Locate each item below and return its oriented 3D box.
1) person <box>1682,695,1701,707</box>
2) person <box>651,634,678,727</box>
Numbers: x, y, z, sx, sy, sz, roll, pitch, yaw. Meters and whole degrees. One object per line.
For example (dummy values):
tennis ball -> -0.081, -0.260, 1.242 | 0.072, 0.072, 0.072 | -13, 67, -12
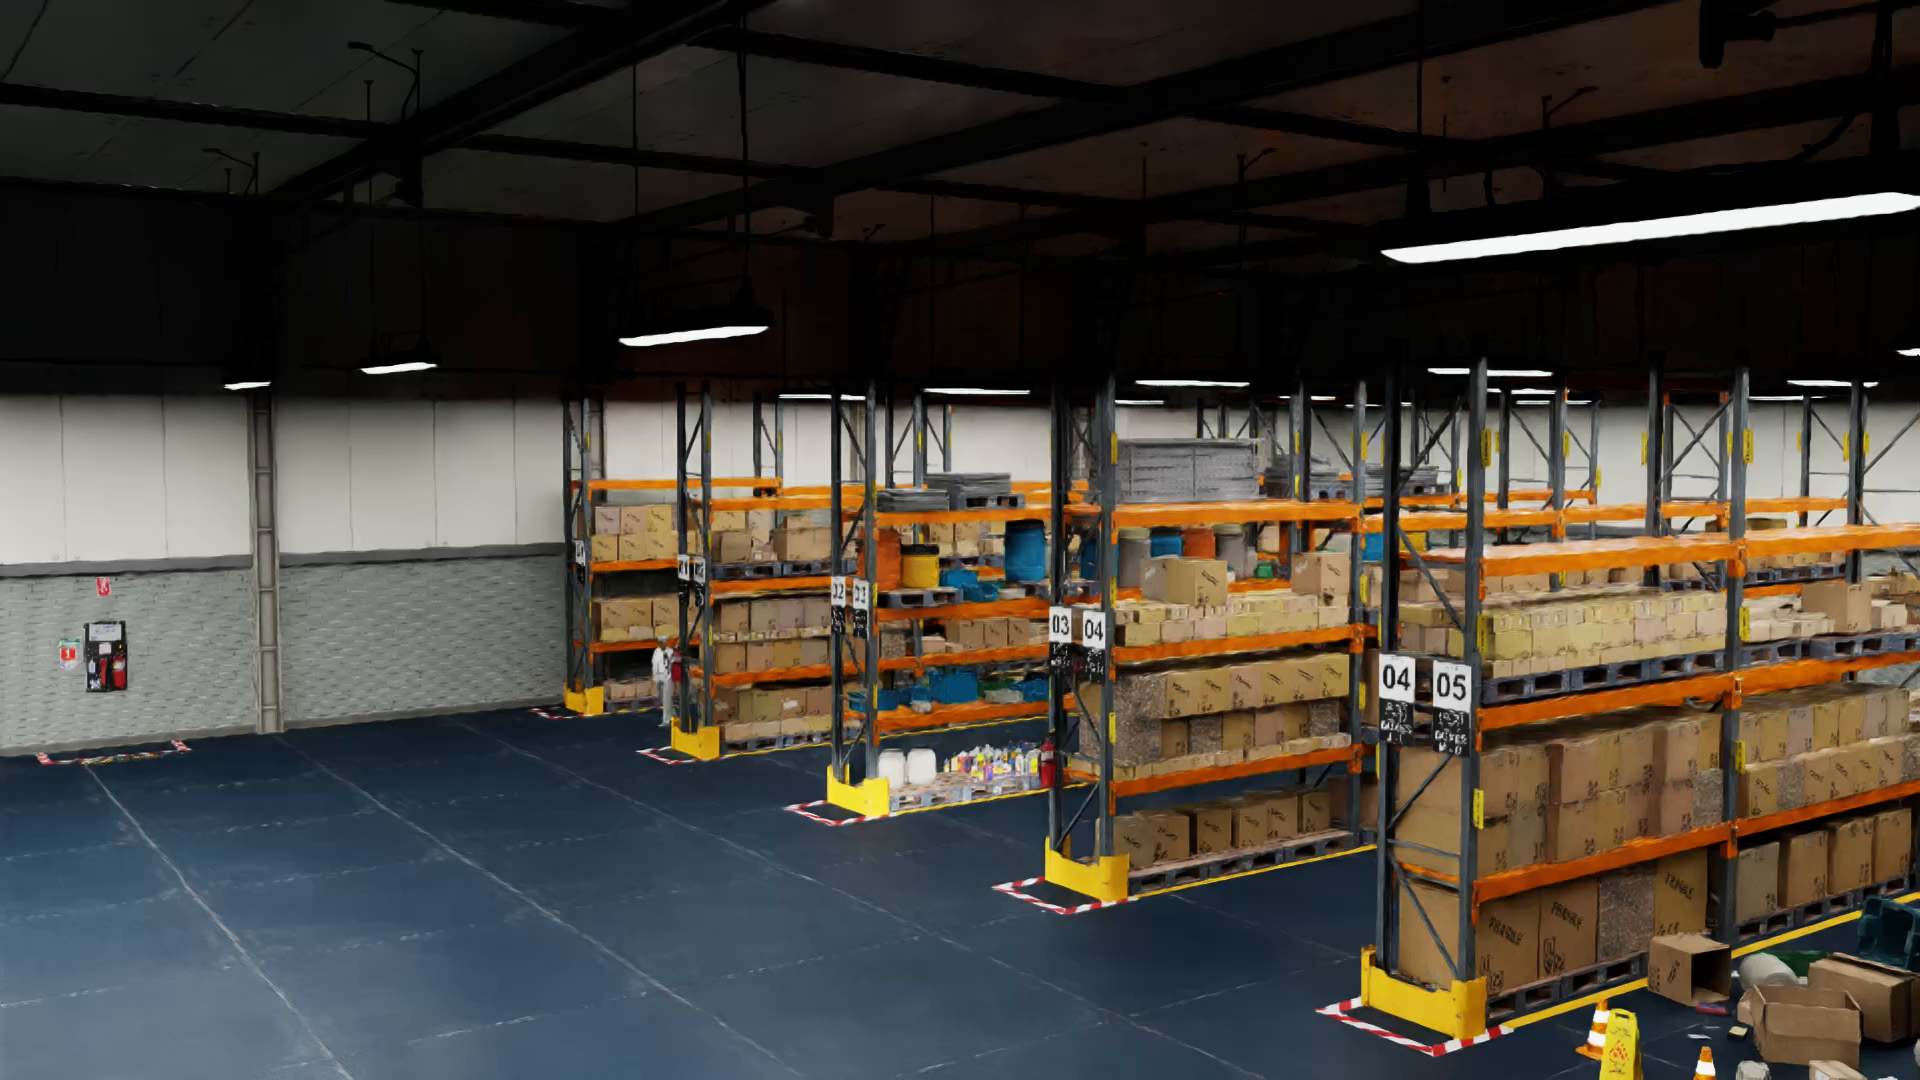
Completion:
person -> 10.034, 2.888, 22.774 | 1.089, 1.590, 0.488 | -3, 5, -37
person -> -5.230, 2.450, 29.403 | 0.580, 1.605, 0.898 | 2, 4, 28
